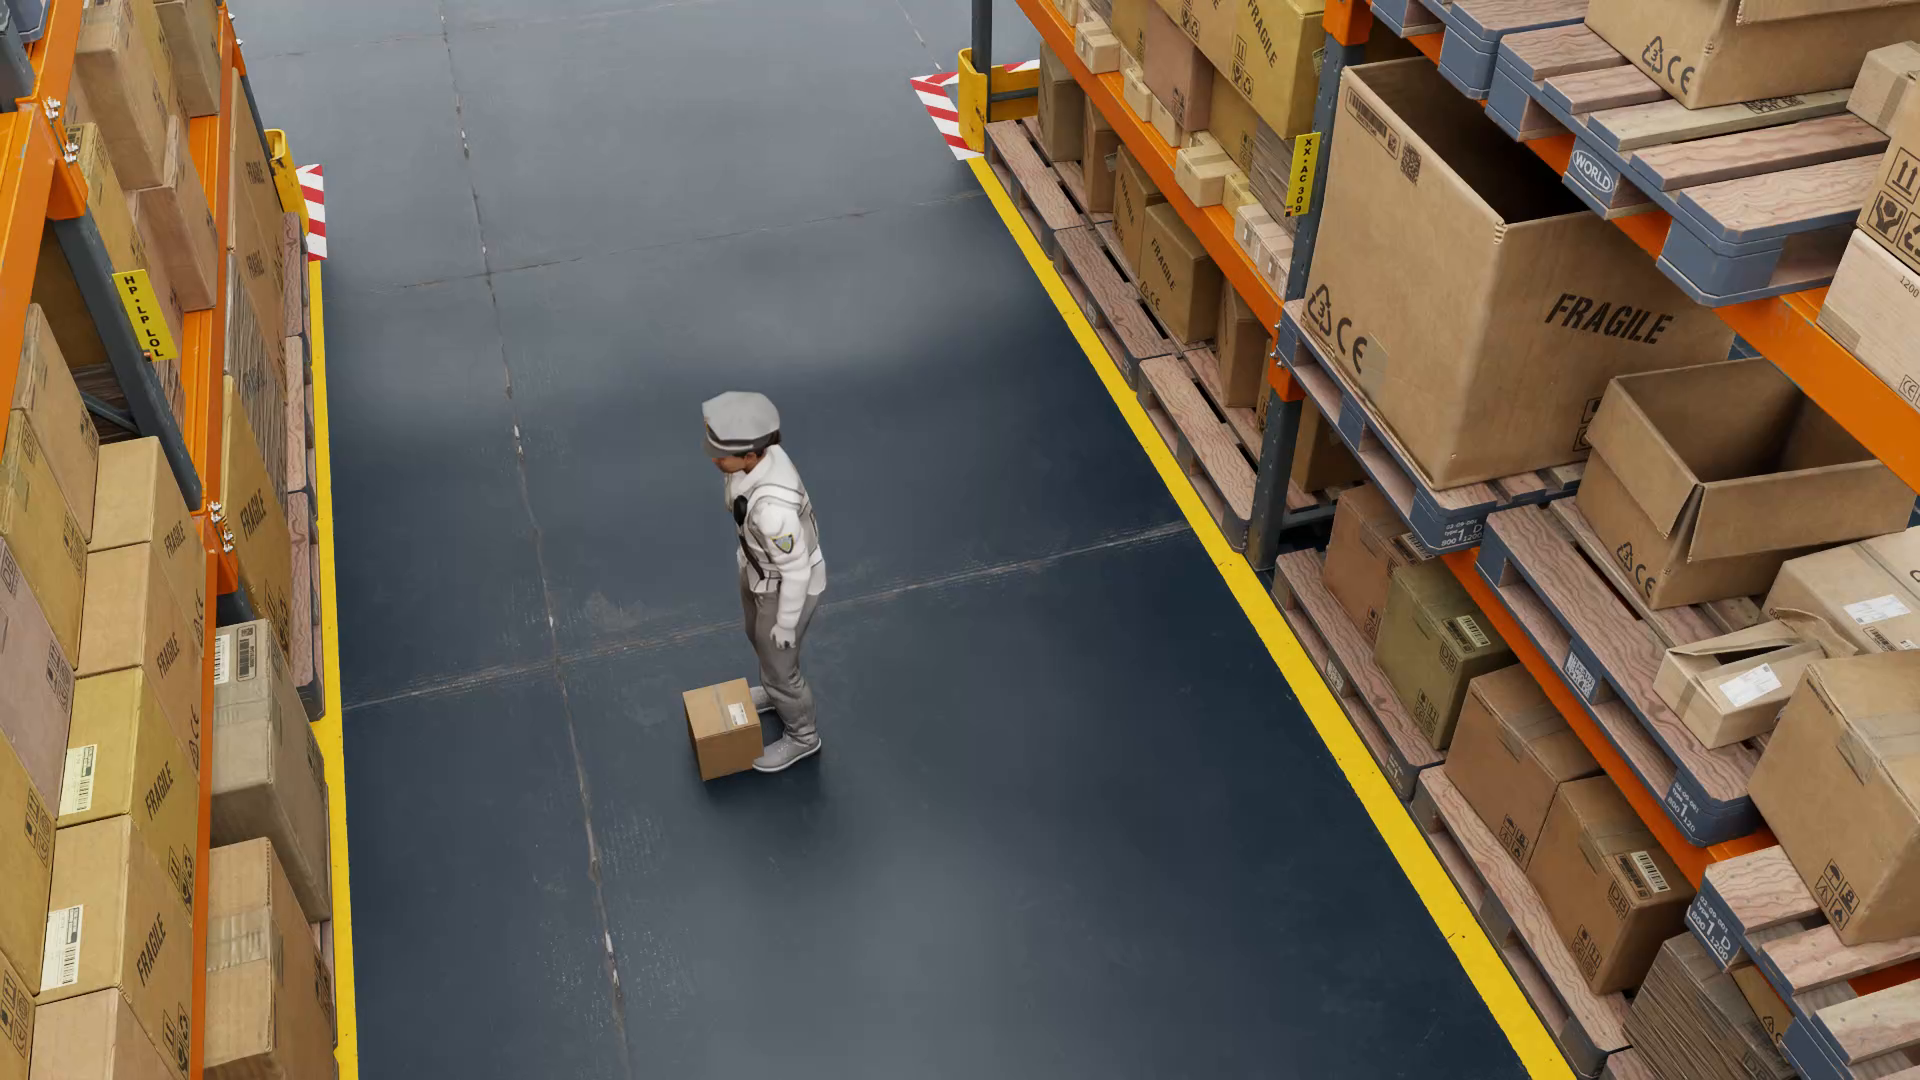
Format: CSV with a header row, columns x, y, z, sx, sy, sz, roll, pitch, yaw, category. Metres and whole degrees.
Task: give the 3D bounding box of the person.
x,y,z,sx,sy,sz,roll,pitch,yaw,category
-0.694,0.136,5.965,0.344,1.599,0.508,-14,44,-15,person
